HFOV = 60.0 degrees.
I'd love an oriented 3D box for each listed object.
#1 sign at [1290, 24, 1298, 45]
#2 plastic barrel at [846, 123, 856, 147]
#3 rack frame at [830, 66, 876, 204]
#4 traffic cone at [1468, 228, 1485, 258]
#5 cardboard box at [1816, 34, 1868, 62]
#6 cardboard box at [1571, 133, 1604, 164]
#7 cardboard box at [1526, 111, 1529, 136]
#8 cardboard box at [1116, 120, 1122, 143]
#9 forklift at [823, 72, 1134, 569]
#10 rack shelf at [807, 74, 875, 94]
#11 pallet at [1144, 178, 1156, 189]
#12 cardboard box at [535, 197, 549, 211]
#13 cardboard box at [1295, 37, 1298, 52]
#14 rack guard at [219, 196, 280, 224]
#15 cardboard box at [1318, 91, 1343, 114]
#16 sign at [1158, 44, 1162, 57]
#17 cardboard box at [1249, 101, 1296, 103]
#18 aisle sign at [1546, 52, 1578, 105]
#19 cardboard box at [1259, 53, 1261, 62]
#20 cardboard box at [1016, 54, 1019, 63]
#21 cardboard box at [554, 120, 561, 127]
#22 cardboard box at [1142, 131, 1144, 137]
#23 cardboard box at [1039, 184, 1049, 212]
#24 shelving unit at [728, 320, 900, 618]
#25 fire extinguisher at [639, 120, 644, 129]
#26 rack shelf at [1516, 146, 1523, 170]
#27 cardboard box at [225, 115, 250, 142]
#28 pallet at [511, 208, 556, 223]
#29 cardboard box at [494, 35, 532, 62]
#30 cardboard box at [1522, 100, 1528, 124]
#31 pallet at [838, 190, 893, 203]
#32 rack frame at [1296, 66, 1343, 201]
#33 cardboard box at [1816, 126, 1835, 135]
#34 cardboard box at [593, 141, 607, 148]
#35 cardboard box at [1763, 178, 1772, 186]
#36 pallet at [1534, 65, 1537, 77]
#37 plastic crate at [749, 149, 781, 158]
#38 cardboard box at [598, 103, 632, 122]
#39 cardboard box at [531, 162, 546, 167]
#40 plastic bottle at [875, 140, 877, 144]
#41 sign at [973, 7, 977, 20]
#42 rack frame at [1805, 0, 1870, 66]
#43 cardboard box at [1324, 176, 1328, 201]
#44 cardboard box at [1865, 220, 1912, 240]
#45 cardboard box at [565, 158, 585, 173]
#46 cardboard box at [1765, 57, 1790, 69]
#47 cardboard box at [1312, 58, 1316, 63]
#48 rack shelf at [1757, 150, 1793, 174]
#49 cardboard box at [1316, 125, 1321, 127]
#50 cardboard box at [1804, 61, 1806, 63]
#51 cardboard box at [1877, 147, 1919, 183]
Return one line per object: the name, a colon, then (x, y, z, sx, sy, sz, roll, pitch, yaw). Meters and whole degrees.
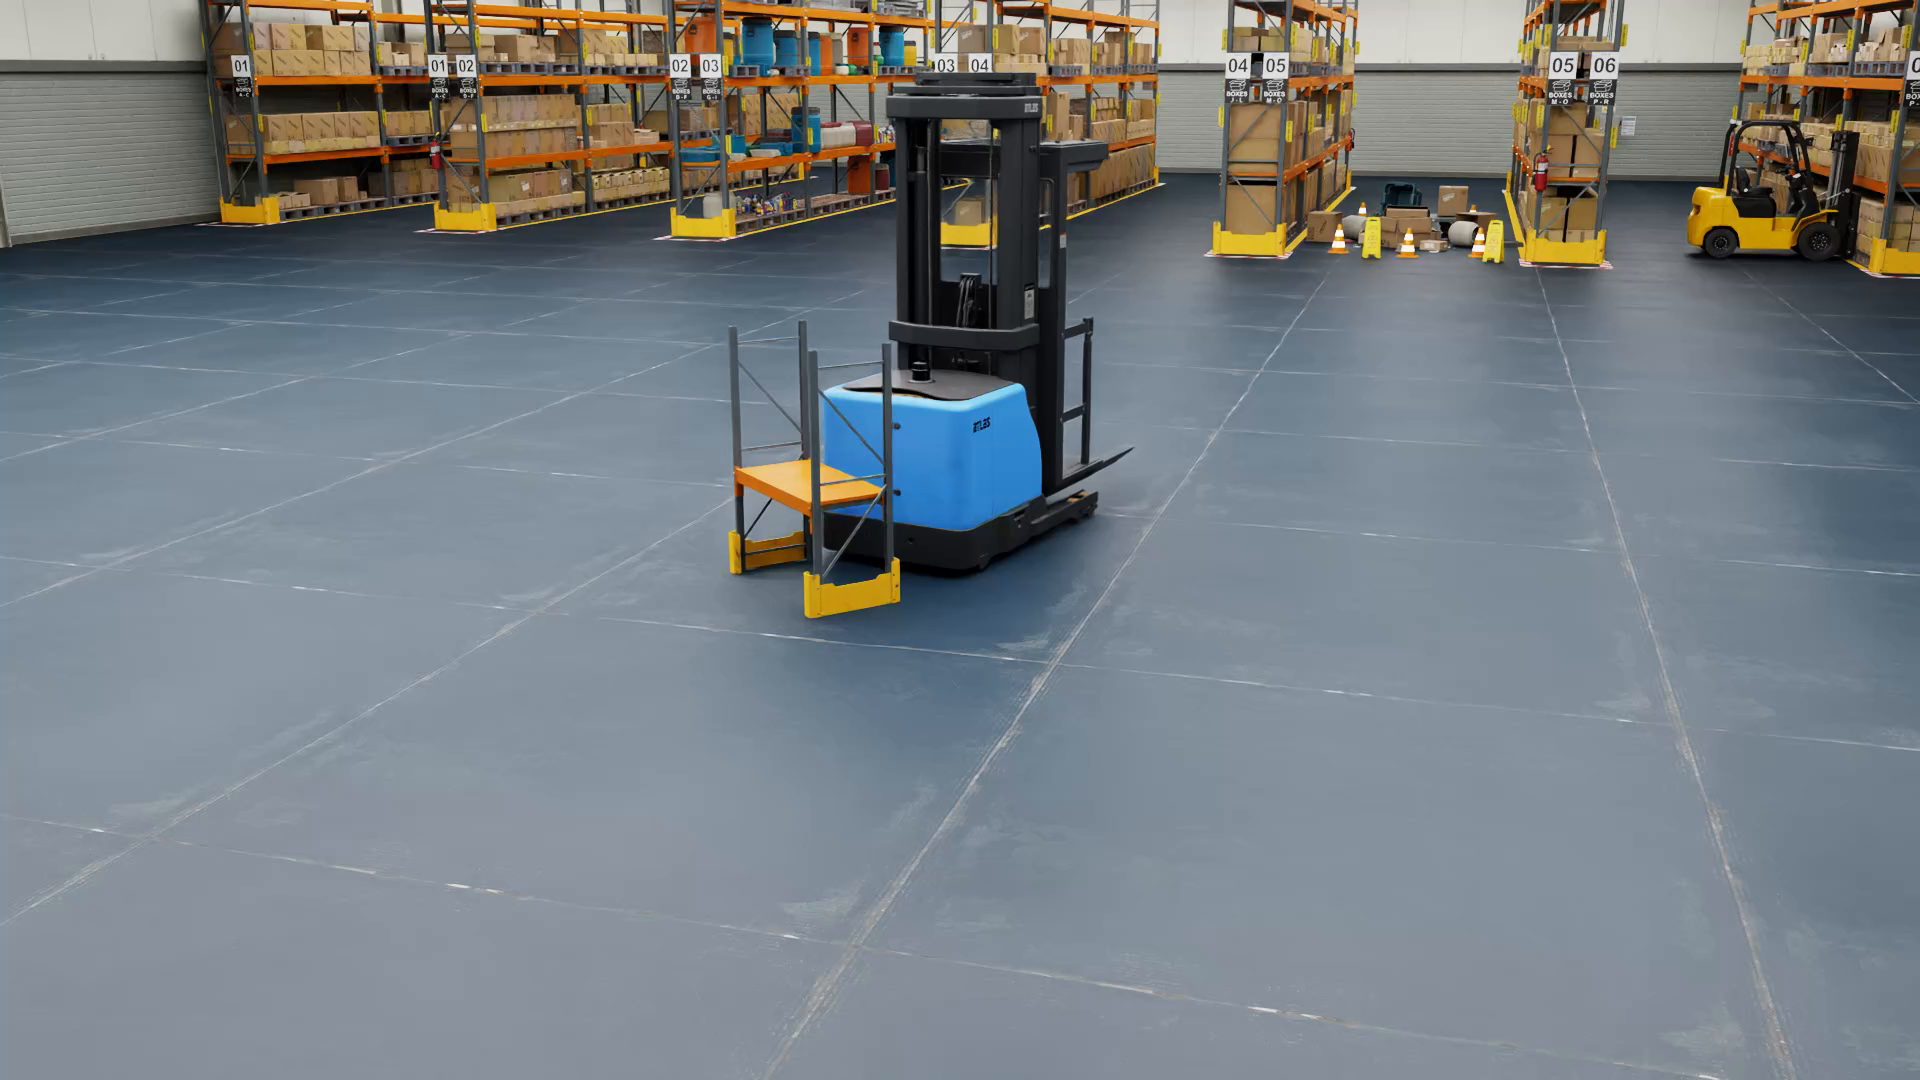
sign: (5.327, -8.063, 26.517, 0.100, 0.325, 0.005, 5, 16, 16)
plastic barrel: (-2.493, -8.863, 36.374, 0.421, 0.512, 0.421, 0, 16, 0)
rack frame: (-2.406, -9.095, 37.396, 1.000, 3.000, 0.127, 5, 16, 16)
traffic cone: (8.456, -4.841, 27.049, 0.336, 0.463, 0.334, 5, 16, 16)
cardboard box: (16.118, -8.989, 30.391, 0.700, 0.500, 0.500, 4, 16, 15)
cardboard box: (10.116, -6.278, 26.739, 0.500, 0.500, 0.500, 5, 17, 18)
cardboard box: (11.495, -8.235, 32.869, 0.500, 0.500, 0.500, 4, 16, 14)
cardboard box: (3.461, -9.533, 38.757, 0.500, 0.500, 0.500, 5, 17, 18)
forklift: (0.294, -1.585, 11.046, 1.130, 2.935, 3.031, 8, 18, 27)
rack shelf: (-2.974, -9.668, 35.240, 1.077, 0.370, 4.000, 5, 16, 16)
pallet: (4.464, -9.247, 43.043, 1.003, 0.211, 1.213, 5, 16, 16)
cardboard box: (-8.634, -6.781, 33.510, 0.500, 0.250, 0.500, 5, 16, 16)
cardboard box: (5.323, -8.210, 27.557, 0.500, 0.250, 0.500, 4, 16, 15)
rack guard: (-14.156, -6.587, 33.137, 1.175, 0.500, 0.348, 5, 16, 16)
cardboard box: (8.568, -10.117, 38.441, 0.500, 0.500, 0.500, 5, 17, 17)
sign: (5.133, -12.589, 42.741, 0.100, 0.325, 0.005, 5, 16, 16)
cardboard box: (5.465, -7.467, 29.405, 0.875, 0.550, 0.550, 5, 16, 16)
aisle sign: (9.275, -7.106, 25.621, 0.394, 0.787, 0.004, 5, 16, 16)
cardboard box: (4.927, -8.224, 28.339, 0.380, 0.149, 0.250, 5, 17, 16)
cardboard box: (0.860, -8.710, 30.089, 0.380, 0.149, 0.250, 4, 16, 14)
cardboard box: (-8.380, -8.504, 33.941, 0.380, 0.149, 0.250, 5, 16, 16)
cardboard box: (4.396, -10.164, 41.627, 0.380, 0.149, 0.250, 5, 17, 17)
cardboard box: (1.401, -6.832, 33.194, 0.700, 0.500, 0.500, 3, 16, 12)
shelving unit: (-0.874, -0.448, 9.662, 0.587, 1.500, 1.083, -10, 19, -31)
fire extinguisher: (-9.146, -11.743, 47.558, 0.296, 0.674, 0.183, 5, 16, 16)
rack shelf: (12.413, -8.119, 35.276, 1.077, 0.370, 4.000, 5, 16, 16)
cardboard box: (-14.248, -8.208, 33.134, 0.500, 0.500, 0.500, 4, 16, 15)
pallet: (-8.901, -6.567, 33.594, 1.003, 0.211, 1.213, 5, 16, 16)
cardboard box: (-8.693, -9.561, 32.333, 0.500, 0.500, 0.500, 5, 16, 16)
cardboard box: (12.177, -9.023, 35.128, 0.500, 0.500, 0.500, 4, 16, 15)
pallet: (-2.222, -7.963, 38.515, 1.003, 0.211, 1.213, 5, 16, 16)
rack frame: (8.206, -9.346, 38.282, 1.000, 3.000, 0.127, 5, 16, 16)
cardboard box: (15.688, -7.390, 30.016, 0.380, 0.149, 0.250, 4, 16, 14)
cardboard box: (-7.843, -8.528, 35.860, 0.380, 0.149, 0.250, 5, 16, 16)
cardboard box: (17.246, -7.355, 35.074, 0.500, 0.500, 0.500, 4, 16, 15)
pallet: (11.277, -8.673, 30.757, 1.213, 0.211, 1.003, 5, 16, 16)
plastic crate: (-3.761, -7.477, 32.176, 0.530, 0.136, 0.437, 5, 16, 16)
cardboard box: (-9.766, -11.966, 46.970, 0.980, 0.700, 0.700, 5, 17, 18)
cardboard box: (-11.077, -9.664, 42.575, 0.750, 0.750, 0.750, 5, 17, 18)
plastic bottle: (-1.973, -9.123, 37.724, 0.152, 0.276, 0.135, 5, 16, 16)
sign: (0.400, -13.880, 43.865, 0.100, 0.325, 0.005, 5, 16, 16)
rack frame: (16.605, -10.444, 31.160, 1.000, 3.000, 0.127, 5, 16, 16)
cardboard box: (7.655, -7.596, 35.924, 0.500, 0.500, 0.500, 5, 17, 17)
cardboard box: (14.170, -4.736, 25.384, 0.500, 0.250, 0.500, 4, 16, 15)
cardboard box: (-10.457, -10.096, 44.740, 0.700, 0.500, 0.500, 5, 17, 17)
cardboard box: (17.638, -10.264, 35.753, 0.500, 0.250, 0.500, 5, 16, 16)
cardboard box: (6.581, -9.172, 31.679, 0.380, 0.149, 0.250, 5, 16, 16)
rack shelf: (17.173, -7.735, 33.922, 1.077, 0.370, 4.000, 5, 16, 16)
cardboard box: (7.400, -8.635, 34.920, 0.380, 0.149, 0.250, 5, 17, 18)
cardboard box: (16.567, -9.299, 32.162, 0.380, 0.149, 0.250, 4, 16, 15)
cardboard box: (14.219, -5.662, 25.112, 0.500, 0.500, 0.500, 4, 16, 15)
